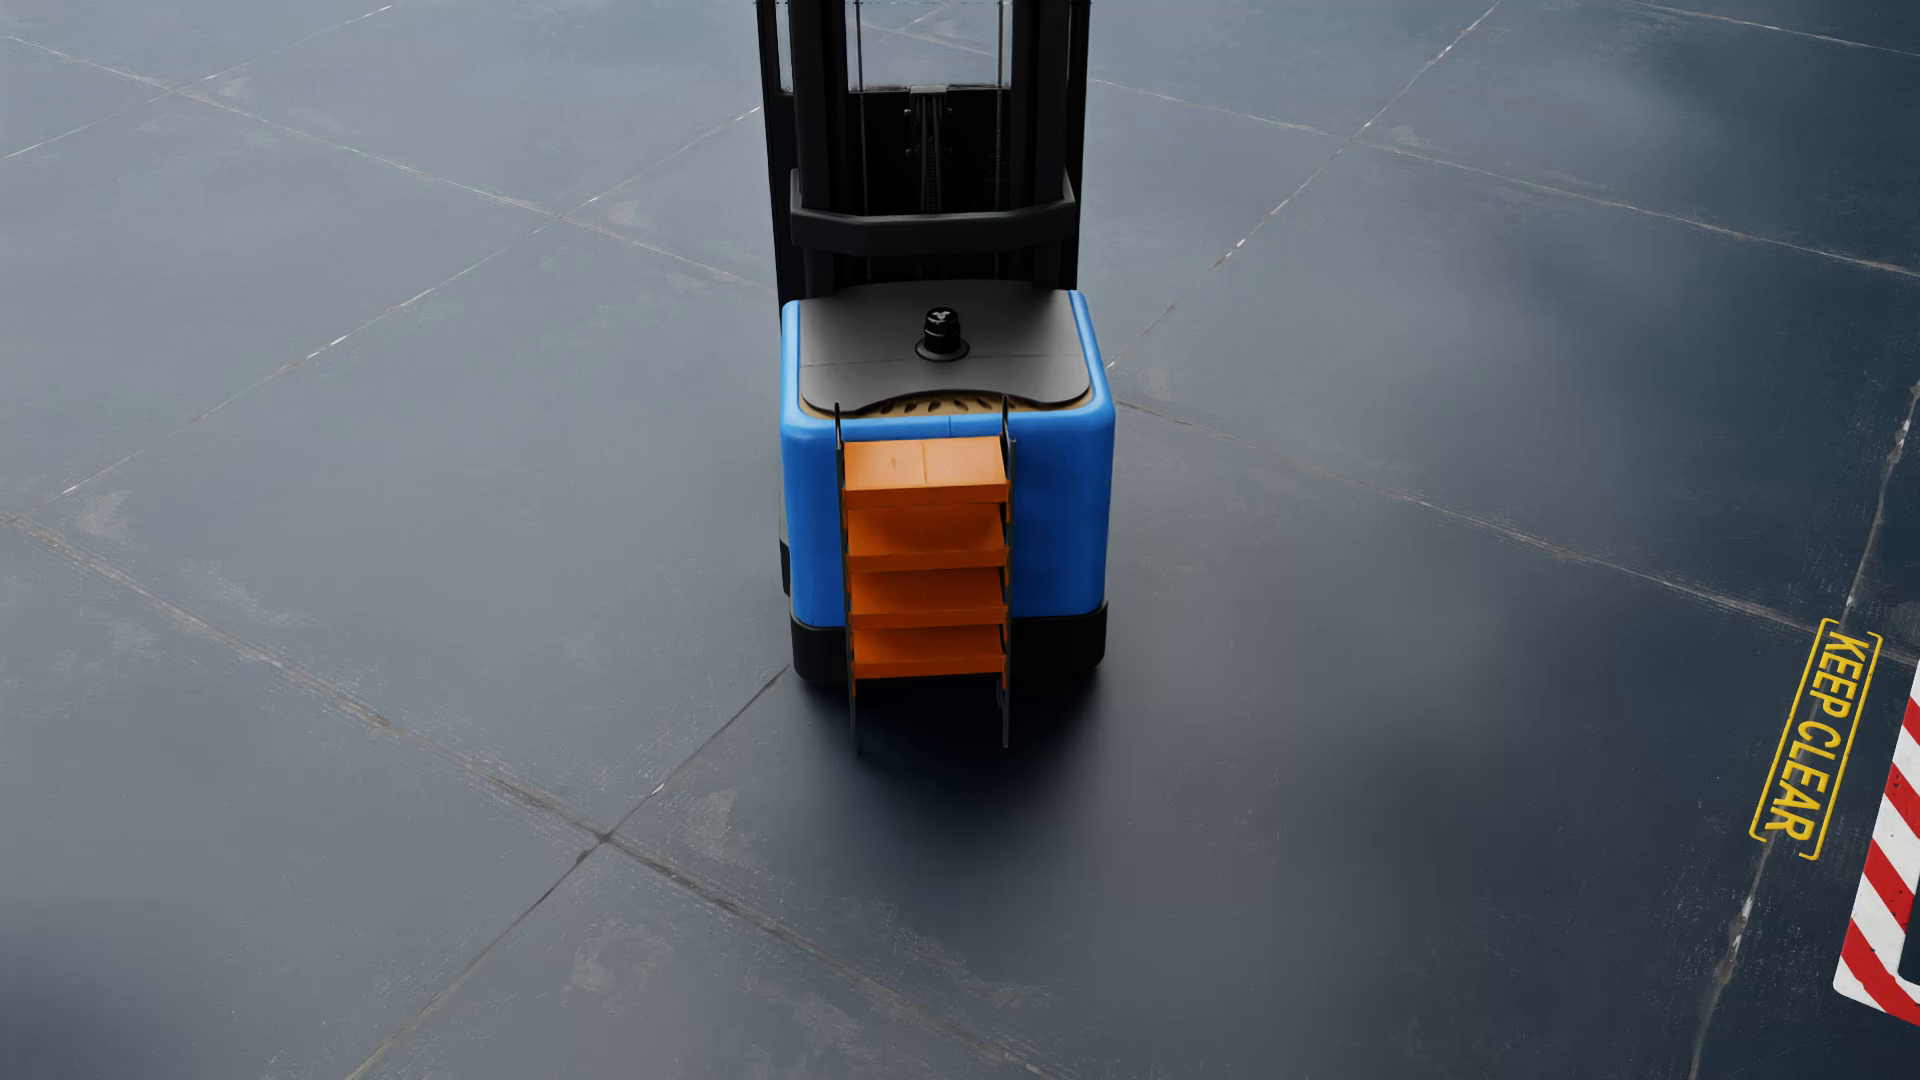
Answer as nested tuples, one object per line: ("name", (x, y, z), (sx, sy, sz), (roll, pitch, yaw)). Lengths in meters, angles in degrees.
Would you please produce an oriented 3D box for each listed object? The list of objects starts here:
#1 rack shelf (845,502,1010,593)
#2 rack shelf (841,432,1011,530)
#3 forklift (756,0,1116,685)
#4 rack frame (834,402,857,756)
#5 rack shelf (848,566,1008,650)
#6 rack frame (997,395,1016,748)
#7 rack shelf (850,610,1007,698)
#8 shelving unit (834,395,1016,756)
("rack shelf", (-0.104, 0.014, 4.992), (0.480, 0.148, 0.258), (-3, 38, -3))
("rack shelf", (-0.103, -0.173, 4.847), (0.480, 0.148, 0.258), (-3, 38, -3))
("forklift", (-0.138, -1.565, 5.880), (1.130, 2.935, 3.031), (-3, 38, -3))
("rack frame", (-0.347, 0.148, 5.074), (0.015, 1.200, 0.240), (-3, 38, -3))
("rack shelf", (-0.104, 0.190, 5.130), (0.480, 0.148, 0.258), (-3, 38, -3))
("rack frame", (0.140, 0.126, 5.103), (0.015, 1.200, 0.240), (-3, 38, -3))
("rack shelf", (-0.104, 0.347, 5.252), (0.480, 0.148, 0.258), (-3, 38, -3))
("shelving unit", (-0.104, 0.137, 5.088), (0.503, 1.200, 0.258), (-3, 38, -3))
